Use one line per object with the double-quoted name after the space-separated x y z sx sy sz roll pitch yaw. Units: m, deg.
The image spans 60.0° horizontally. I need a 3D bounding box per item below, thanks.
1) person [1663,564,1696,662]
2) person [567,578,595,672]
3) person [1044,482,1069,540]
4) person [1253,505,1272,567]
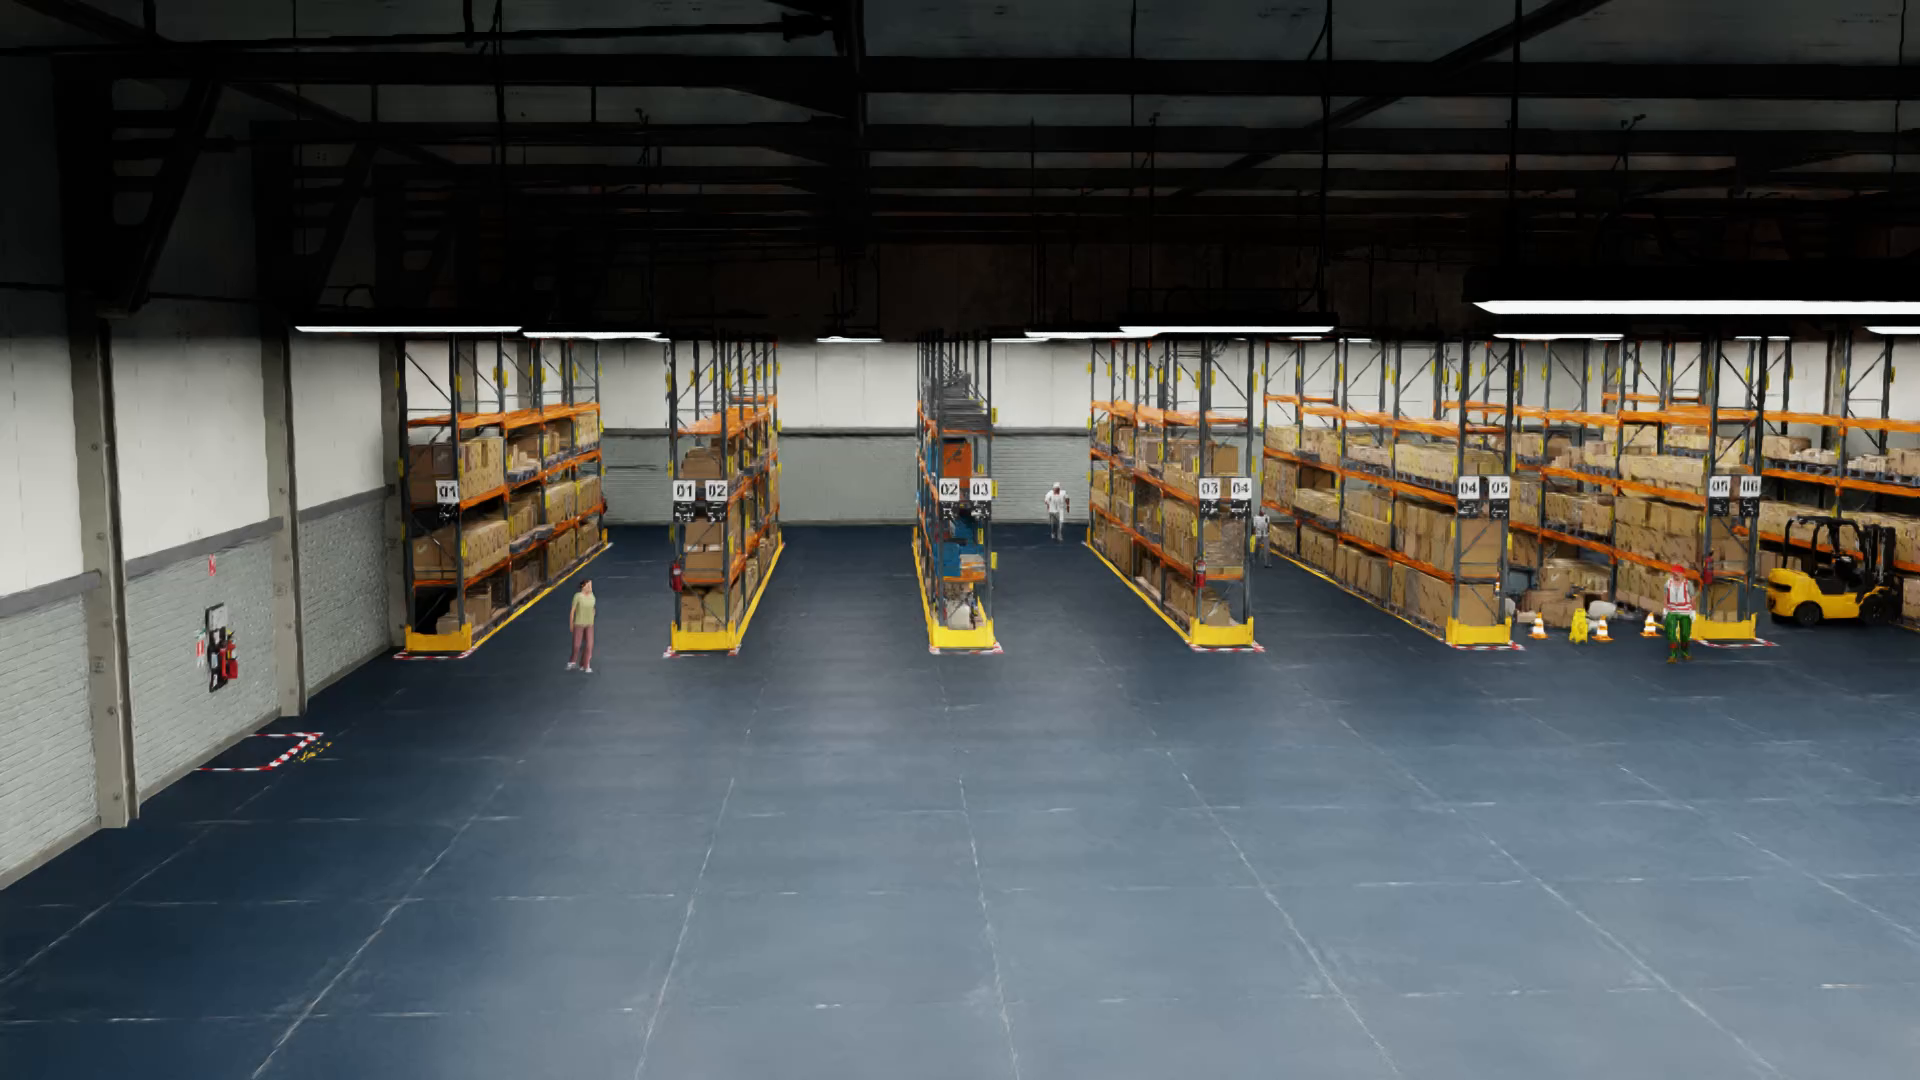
13.020 1.308 30.088 0.570 1.775 0.574 4 8 33 "person"
-6.648 1.473 29.160 0.513 1.659 0.530 -5 9 -38 "person"
2.840 -0.872 48.794 0.734 1.697 0.856 0 7 3 "person"
7.745 -0.118 42.754 0.456 1.589 1.087 0 7 -1 "person"
